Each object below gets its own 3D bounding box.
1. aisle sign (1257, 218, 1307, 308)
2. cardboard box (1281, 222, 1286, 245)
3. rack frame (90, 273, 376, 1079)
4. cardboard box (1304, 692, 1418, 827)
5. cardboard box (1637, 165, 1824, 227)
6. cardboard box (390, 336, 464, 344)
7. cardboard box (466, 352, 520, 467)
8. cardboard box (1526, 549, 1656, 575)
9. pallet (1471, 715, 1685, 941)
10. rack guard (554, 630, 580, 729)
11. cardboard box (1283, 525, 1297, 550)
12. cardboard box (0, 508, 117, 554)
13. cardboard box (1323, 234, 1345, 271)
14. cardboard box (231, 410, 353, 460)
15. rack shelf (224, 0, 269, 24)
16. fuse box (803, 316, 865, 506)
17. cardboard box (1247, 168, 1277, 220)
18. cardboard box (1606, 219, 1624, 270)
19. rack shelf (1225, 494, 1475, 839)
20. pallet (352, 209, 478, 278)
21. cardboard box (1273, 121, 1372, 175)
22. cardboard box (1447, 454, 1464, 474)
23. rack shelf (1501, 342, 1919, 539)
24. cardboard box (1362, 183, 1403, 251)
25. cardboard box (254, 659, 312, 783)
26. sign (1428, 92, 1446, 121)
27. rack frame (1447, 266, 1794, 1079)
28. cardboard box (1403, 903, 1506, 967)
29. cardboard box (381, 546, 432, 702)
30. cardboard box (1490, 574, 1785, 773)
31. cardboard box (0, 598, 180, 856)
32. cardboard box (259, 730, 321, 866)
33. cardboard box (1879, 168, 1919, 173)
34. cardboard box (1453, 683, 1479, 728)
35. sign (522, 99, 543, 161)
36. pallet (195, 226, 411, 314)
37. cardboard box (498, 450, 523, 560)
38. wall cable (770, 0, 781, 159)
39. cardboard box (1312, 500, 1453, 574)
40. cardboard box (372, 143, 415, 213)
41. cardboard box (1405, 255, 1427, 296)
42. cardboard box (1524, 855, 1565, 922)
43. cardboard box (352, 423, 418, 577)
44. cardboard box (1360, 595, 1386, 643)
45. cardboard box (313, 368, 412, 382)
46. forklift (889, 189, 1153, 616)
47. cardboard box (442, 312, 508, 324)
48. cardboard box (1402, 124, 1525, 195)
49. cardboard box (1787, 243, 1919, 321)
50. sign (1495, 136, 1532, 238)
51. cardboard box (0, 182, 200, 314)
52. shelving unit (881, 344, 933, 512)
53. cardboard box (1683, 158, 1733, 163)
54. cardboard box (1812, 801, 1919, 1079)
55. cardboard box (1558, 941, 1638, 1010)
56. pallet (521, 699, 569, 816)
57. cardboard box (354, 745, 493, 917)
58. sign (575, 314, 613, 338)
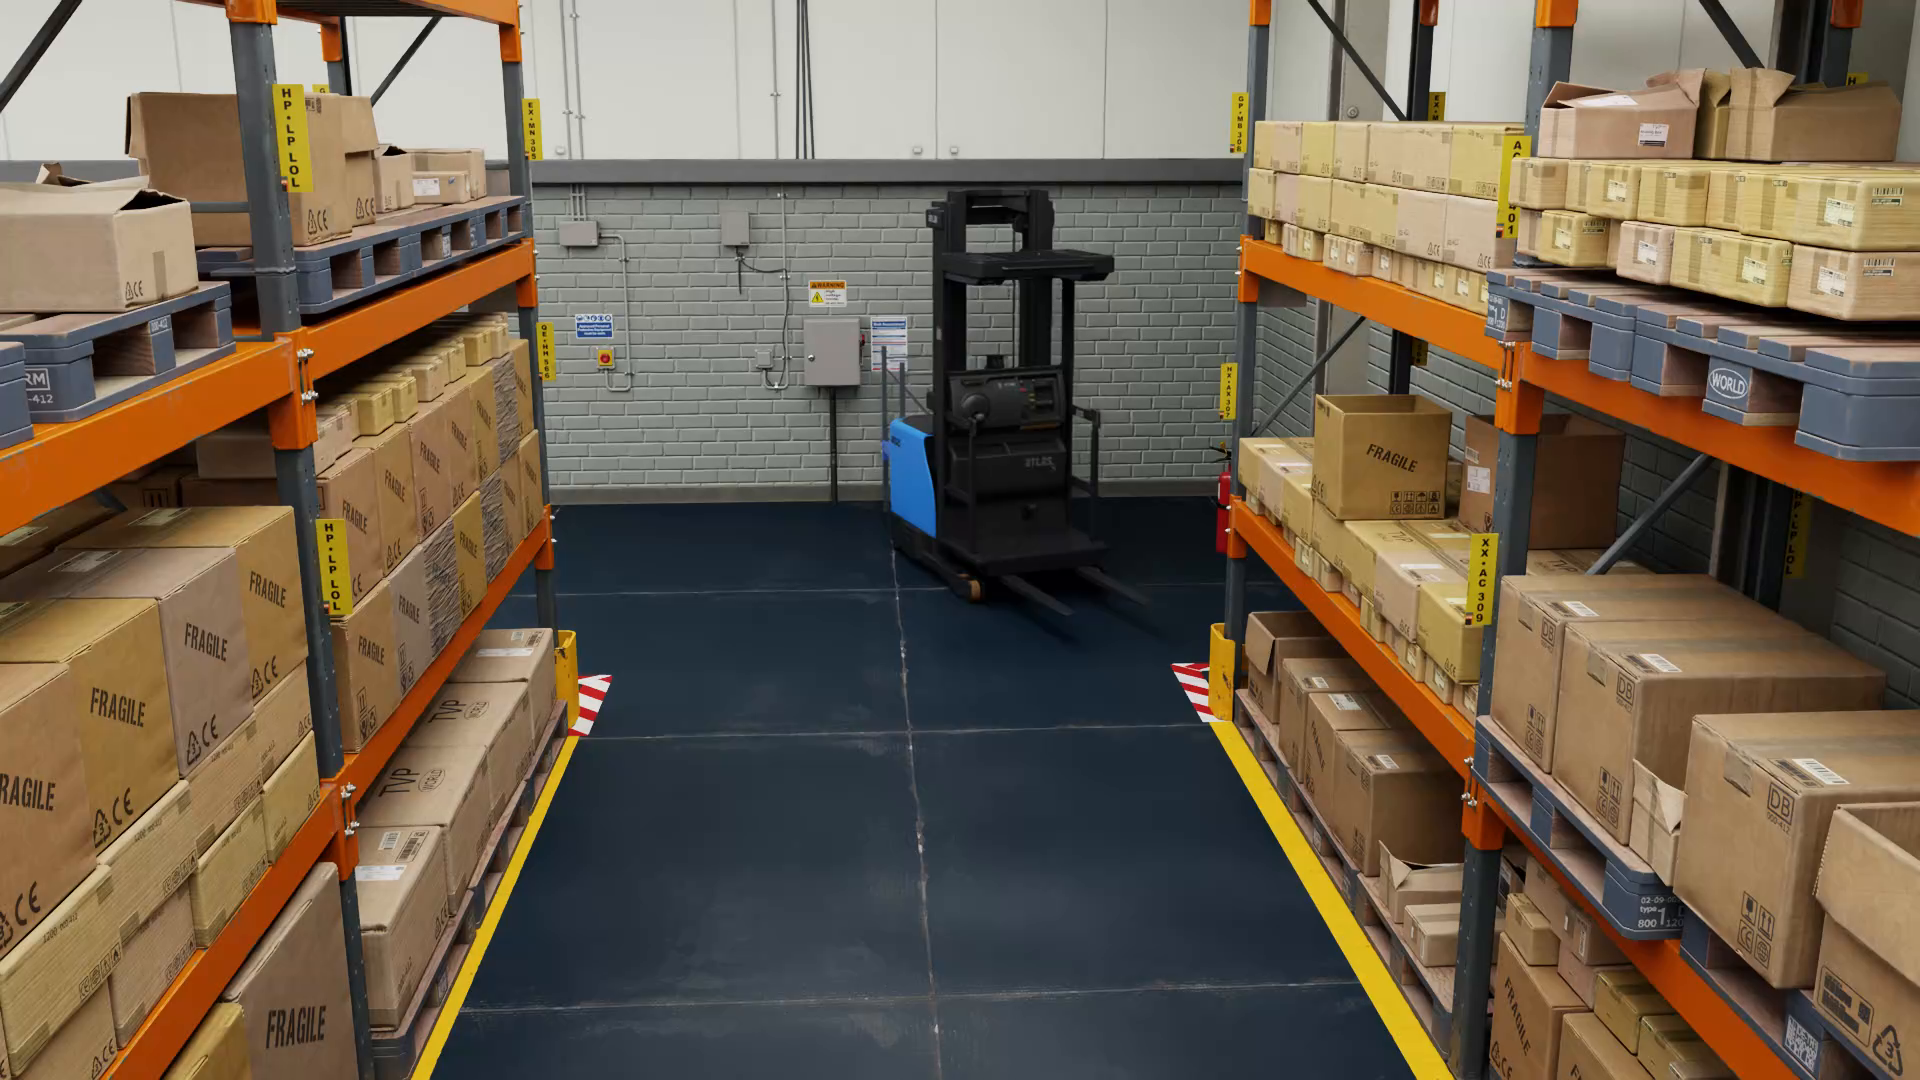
[{"bbox_3d":[1.799,-1.720,9.476,0.394,0.787,0.004,-1,14,-3],"label":"aisle sign"},{"bbox_3d":[1.926,-1.632,8.836,0.380,0.149,0.250,-1,14,-2],"label":"cardboard box"},{"bbox_3d":[-2.610,0.623,5.584,1.000,3.000,0.127,-1,14,-3],"label":"rack frame"},{"bbox_3d":[1.986,1.058,8.069,0.500,0.500,0.500,-1,14,-2],"label":"cardboard box"},{"bbox_3d":[2.028,-0.907,4.378,0.380,0.149,0.250,-1,14,-4],"label":"cardboard box"},{"bbox_3d":[-2.576,-0.877,7.906,0.380,0.149,0.250,-1,14,-4],"label":"cardboard box"},{"bbox_3d":[-2.529,-0.658,8.358,0.500,0.500,0.500,-1,14,-3],"label":"cardboard box"},{"bbox_3d":[2.545,0.222,6.846,0.500,0.250,0.500,-1,14,-4],"label":"cardboard box"},{"bbox_3d":[2.284,0.839,5.131,1.003,0.211,1.213,-1,14,-3],"label":"pallet"},{"bbox_3d":[-2.859,0.833,9.785,1.175,0.500,0.348,-1,14,-3],"label":"rack guard"},{"bbox_3d":[1.910,-0.050,8.706,0.380,0.149,0.250,0,14,-2],"label":"cardboard box"},{"bbox_3d":[-2.870,0.205,5.005,0.500,0.500,0.500,-1,14,-3],"label":"cardboard box"},{"bbox_3d":[1.882,-1.314,7.600,0.380,0.149,0.250,-1,14,-3],"label":"cardboard box"},{"bbox_3d":[-2.403,-0.369,5.934,0.380,0.149,0.250,-1,14,-3],"label":"cardboard box"},{"bbox_3d":[-2.486,-1.243,3.043,1.077,0.370,4.000,-1,14,-3],"label":"rack shelf"},{"bbox_3d":[-1.125,-1.146,15.045,0.539,1.711,0.414,-1,14,-3],"label":"fuse box"},{"bbox_3d":[1.851,-1.859,8.914,0.500,0.250,0.500,-1,14,-4],"label":"cardboard box"},{"bbox_3d":[2.060,-0.830,4.674,0.380,0.149,0.250,-1,14,-3],"label":"cardboard box"},{"bbox_3d":[2.220,0.397,7.908,1.077,0.370,4.000,-1,14,-3],"label":"rack shelf"},{"bbox_3d":[-2.723,-1.293,7.189,1.003,0.211,1.213,-1,14,-3],"label":"pallet"},{"bbox_3d":[1.886,-1.974,8.361,0.500,0.250,0.500,-1,14,-4],"label":"cardboard box"},{"bbox_3d":[2.420,-0.282,8.806,0.500,0.250,0.500,-1,14,-3],"label":"cardboard box"},{"bbox_3d":[2.468,-0.061,3.668,1.077,0.370,4.000,-1,14,-3],"label":"rack shelf"},{"bbox_3d":[2.001,-1.351,6.942,0.500,0.250,0.500,-1,14,-2],"label":"cardboard box"},{"bbox_3d":[-2.340,0.560,5.129,0.500,0.250,0.500,-1,14,-3],"label":"cardboard box"},{"bbox_3d":[2.651,-2.334,9.282,0.100,0.325,0.005,-1,14,-3],"label":"sign"},{"bbox_3d":[2.344,0.546,5.886,1.000,3.000,0.127,-1,14,-3],"label":"rack frame"},{"bbox_3d":[2.016,1.589,6.709,0.380,0.149,0.250,-1,14,-5],"label":"cardboard box"},{"bbox_3d":[-2.405,0.329,6.528,0.500,0.500,0.500,-1,14,-3],"label":"cardboard box"},{"bbox_3d":[2.151,0.418,5.340,0.700,0.500,0.500,-1,14,-2],"label":"cardboard box"},{"bbox_3d":[-2.281,0.453,4.039,0.500,0.500,0.500,0,14,-2],"label":"cardboard box"},{"bbox_3d":[-2.331,0.804,5.184,0.500,0.250,0.500,-1,14,-5],"label":"cardboard box"},{"bbox_3d":[2.539,-0.852,4.162,0.380,0.149,0.250,-1,14,-5],"label":"cardboard box"},{"bbox_3d":[2.072,0.592,6.210,0.380,0.149,0.250,-1,14,-3],"label":"cardboard box"},{"bbox_3d":[-2.315,-2.220,8.995,0.100,0.325,0.005,-1,14,-3],"label":"sign"},{"bbox_3d":[-2.650,-0.990,6.013,1.003,0.211,1.213,-1,14,-3],"label":"pallet"},{"bbox_3d":[-2.548,-0.179,8.502,0.500,0.500,0.500,-1,14,-5],"label":"cardboard box"},{"bbox_3d":[-2.741,-4.698,14.227,2.355,3.000,0.029,-1,14,-3],"label":"wall cable"},{"bbox_3d":[1.974,-0.025,7.809,0.500,0.250,0.500,-1,14,-5],"label":"cardboard box"},{"bbox_3d":[-2.815,-1.660,7.573,0.500,0.311,0.500,-1,14,-2],"label":"cardboard box"},{"bbox_3d":[1.996,-1.059,6.608,0.380,0.149,0.250,-1,14,-4],"label":"cardboard box"},{"bbox_3d":[2.161,1.187,5.668,0.380,0.149,0.250,-1,14,-4],"label":"cardboard box"},{"bbox_3d":[-2.423,-0.157,6.410,0.500,0.500,0.500,-1,14,-4],"label":"cardboard box"},{"bbox_3d":[1.961,0.335,7.210,0.380,0.149,0.250,-1,14,-4],"label":"cardboard box"},{"bbox_3d":[-2.500,-0.623,6.919,0.380,0.149,0.250,-1,14,-4],"label":"cardboard box"},{"bbox_3d":[0.445,-1.080,12.342,1.130,2.935,3.031,-6,16,-22],"label":"forklift"},{"bbox_3d":[-2.636,-1.132,8.898,0.380,0.149,0.250,-1,14,-3],"label":"cardboard box"},{"bbox_3d":[2.032,-1.468,6.394,0.500,0.250,0.500,-1,14,-4],"label":"cardboard box"},{"bbox_3d":[2.086,-0.575,3.681,0.380,0.149,0.250,-1,14,-2],"label":"cardboard box"},{"bbox_3d":[1.803,-1.147,5.407,0.100,0.325,0.005,-1,14,-3],"label":"sign"},{"bbox_3d":[-2.346,-0.774,4.330,0.500,0.311,0.500,-1,14,-3],"label":"cardboard box"},{"bbox_3d":[-0.350,-0.871,14.400,0.538,1.500,1.048,-3,15,-11],"label":"shelving unit"},{"bbox_3d":[2.479,-1.108,5.158,0.380,0.149,0.250,-1,14,-4],"label":"cardboard box"},{"bbox_3d":[2.306,0.884,3.521,0.797,0.503,0.637,-1,14,-5],"label":"cardboard box"},{"bbox_3d":[2.195,1.400,5.438,0.380,0.149,0.250,-1,14,-5],"label":"cardboard box"},{"bbox_3d":[-2.730,1.177,9.030,1.003,0.211,1.213,-1,14,-3],"label":"pallet"},{"bbox_3d":[-2.598,1.280,7.330,0.875,0.438,0.875,-1,14,-5],"label":"cardboard box"},{"bbox_3d":[-3.283,-1.919,14.922,0.327,0.218,0.001,-1,14,-3],"label":"sign"}]
